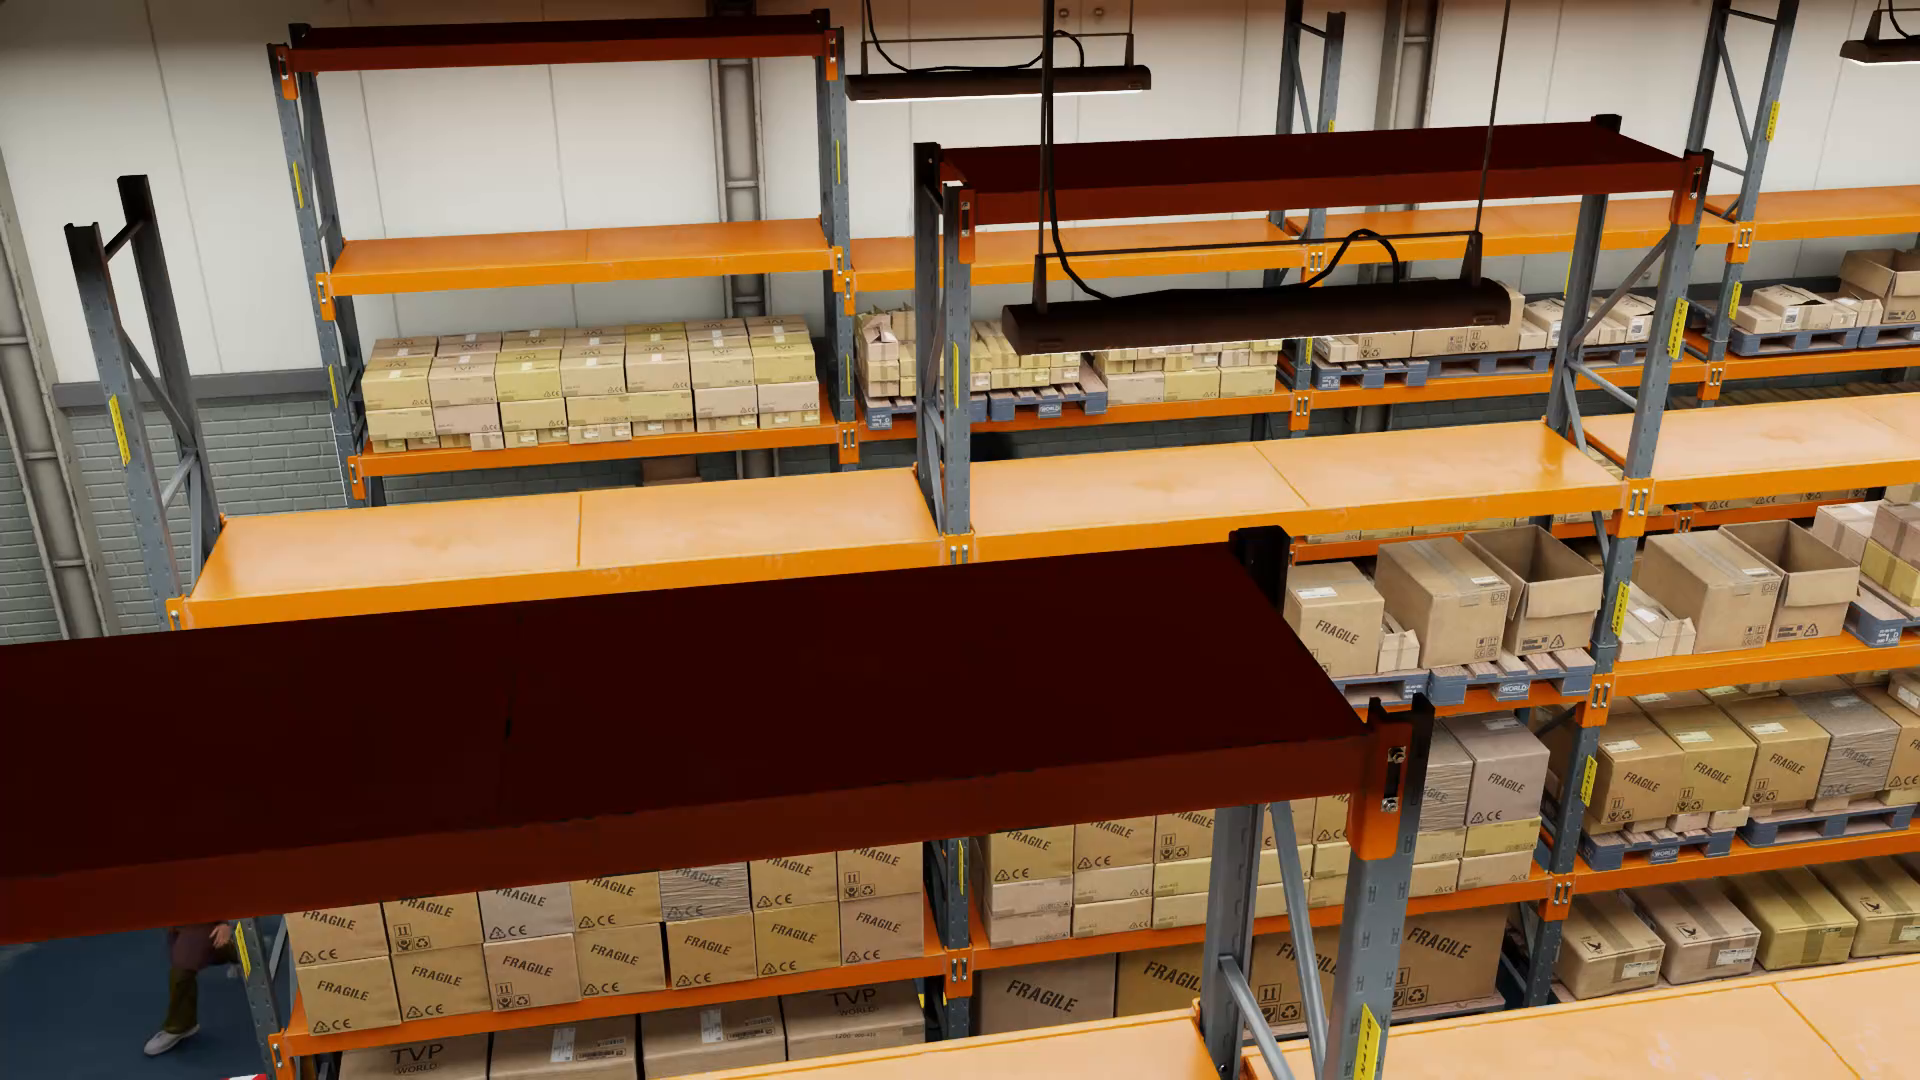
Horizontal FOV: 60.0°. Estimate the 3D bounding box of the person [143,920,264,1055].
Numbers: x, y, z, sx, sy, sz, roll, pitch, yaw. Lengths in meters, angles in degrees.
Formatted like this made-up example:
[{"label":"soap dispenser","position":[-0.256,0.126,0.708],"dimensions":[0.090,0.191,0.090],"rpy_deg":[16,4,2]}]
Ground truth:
[{"label":"person","position":[-5.035,2.575,11.054],"dimensions":[0.775,1.647,0.990],"rpy_deg":[16,30,30]}]
